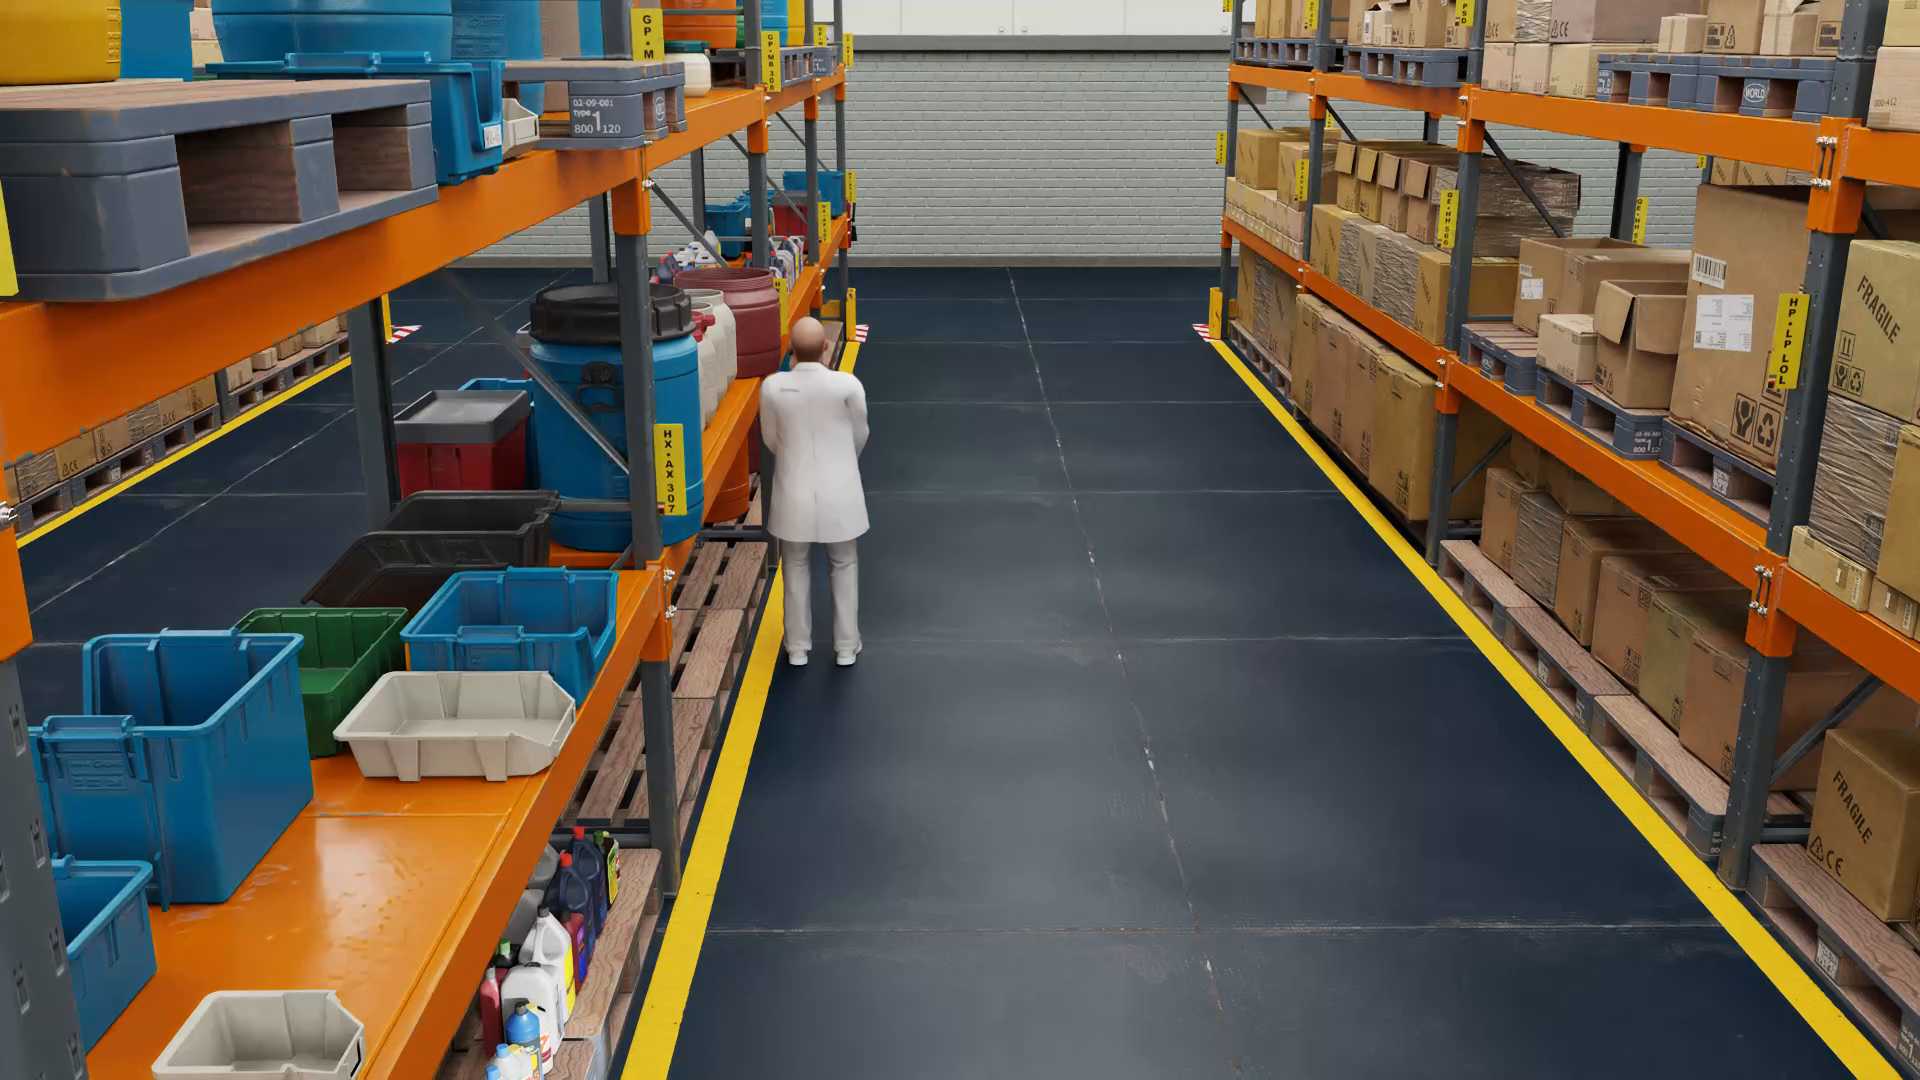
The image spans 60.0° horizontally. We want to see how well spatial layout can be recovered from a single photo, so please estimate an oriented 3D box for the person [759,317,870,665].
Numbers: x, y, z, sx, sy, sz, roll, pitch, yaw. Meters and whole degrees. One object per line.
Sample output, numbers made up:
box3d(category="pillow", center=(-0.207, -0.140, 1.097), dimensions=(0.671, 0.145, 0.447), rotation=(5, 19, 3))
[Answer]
box3d(category="person", center=(-0.724, -0.272, 8.460), dimensions=(0.537, 1.777, 0.548), rotation=(0, 17, -1))
